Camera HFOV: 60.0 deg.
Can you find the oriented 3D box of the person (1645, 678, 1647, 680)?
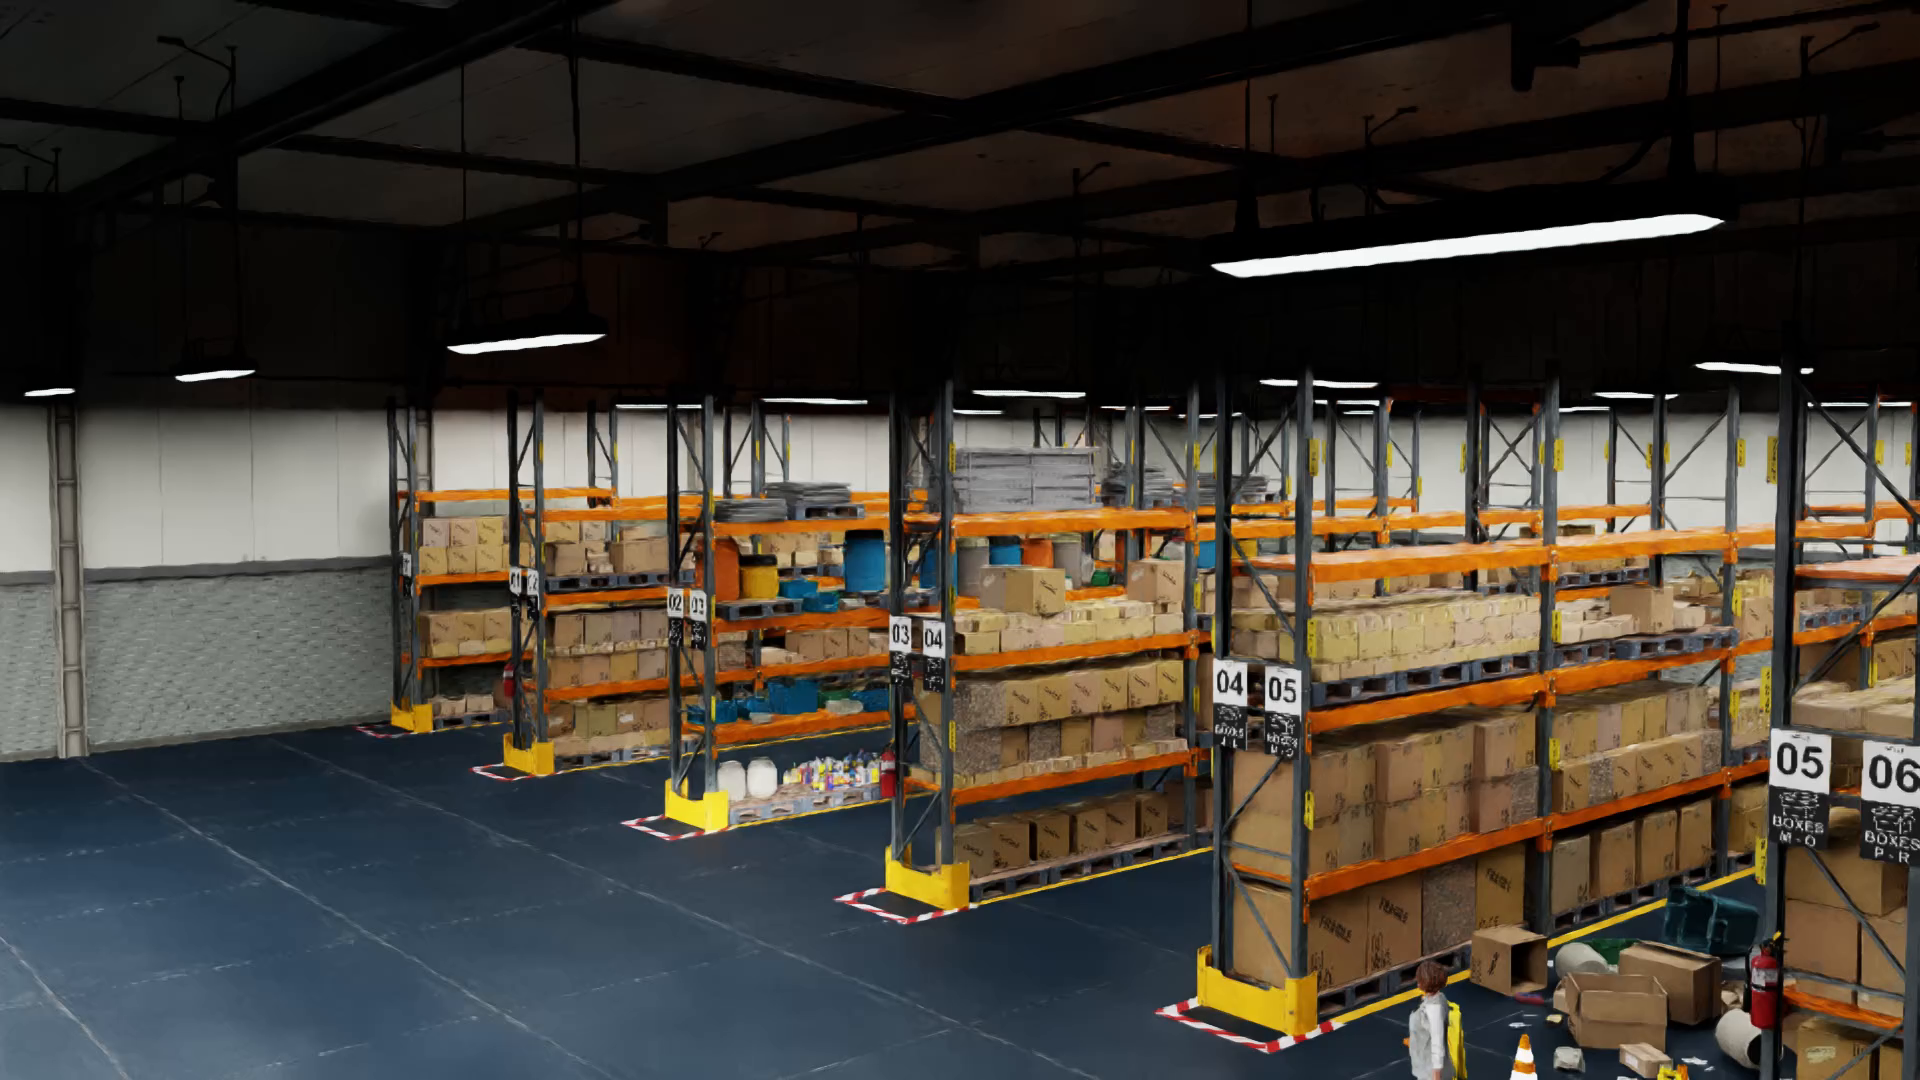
[{"bbox_3d":[12.486,2.472,31.077,0.740,1.758,0.526,0,3,8],"label":"person"}]

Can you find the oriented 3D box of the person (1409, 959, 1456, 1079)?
[{"bbox_3d":[3.261,3.673,11.428,0.356,1.563,0.492,1,4,20],"label":"person"}]
